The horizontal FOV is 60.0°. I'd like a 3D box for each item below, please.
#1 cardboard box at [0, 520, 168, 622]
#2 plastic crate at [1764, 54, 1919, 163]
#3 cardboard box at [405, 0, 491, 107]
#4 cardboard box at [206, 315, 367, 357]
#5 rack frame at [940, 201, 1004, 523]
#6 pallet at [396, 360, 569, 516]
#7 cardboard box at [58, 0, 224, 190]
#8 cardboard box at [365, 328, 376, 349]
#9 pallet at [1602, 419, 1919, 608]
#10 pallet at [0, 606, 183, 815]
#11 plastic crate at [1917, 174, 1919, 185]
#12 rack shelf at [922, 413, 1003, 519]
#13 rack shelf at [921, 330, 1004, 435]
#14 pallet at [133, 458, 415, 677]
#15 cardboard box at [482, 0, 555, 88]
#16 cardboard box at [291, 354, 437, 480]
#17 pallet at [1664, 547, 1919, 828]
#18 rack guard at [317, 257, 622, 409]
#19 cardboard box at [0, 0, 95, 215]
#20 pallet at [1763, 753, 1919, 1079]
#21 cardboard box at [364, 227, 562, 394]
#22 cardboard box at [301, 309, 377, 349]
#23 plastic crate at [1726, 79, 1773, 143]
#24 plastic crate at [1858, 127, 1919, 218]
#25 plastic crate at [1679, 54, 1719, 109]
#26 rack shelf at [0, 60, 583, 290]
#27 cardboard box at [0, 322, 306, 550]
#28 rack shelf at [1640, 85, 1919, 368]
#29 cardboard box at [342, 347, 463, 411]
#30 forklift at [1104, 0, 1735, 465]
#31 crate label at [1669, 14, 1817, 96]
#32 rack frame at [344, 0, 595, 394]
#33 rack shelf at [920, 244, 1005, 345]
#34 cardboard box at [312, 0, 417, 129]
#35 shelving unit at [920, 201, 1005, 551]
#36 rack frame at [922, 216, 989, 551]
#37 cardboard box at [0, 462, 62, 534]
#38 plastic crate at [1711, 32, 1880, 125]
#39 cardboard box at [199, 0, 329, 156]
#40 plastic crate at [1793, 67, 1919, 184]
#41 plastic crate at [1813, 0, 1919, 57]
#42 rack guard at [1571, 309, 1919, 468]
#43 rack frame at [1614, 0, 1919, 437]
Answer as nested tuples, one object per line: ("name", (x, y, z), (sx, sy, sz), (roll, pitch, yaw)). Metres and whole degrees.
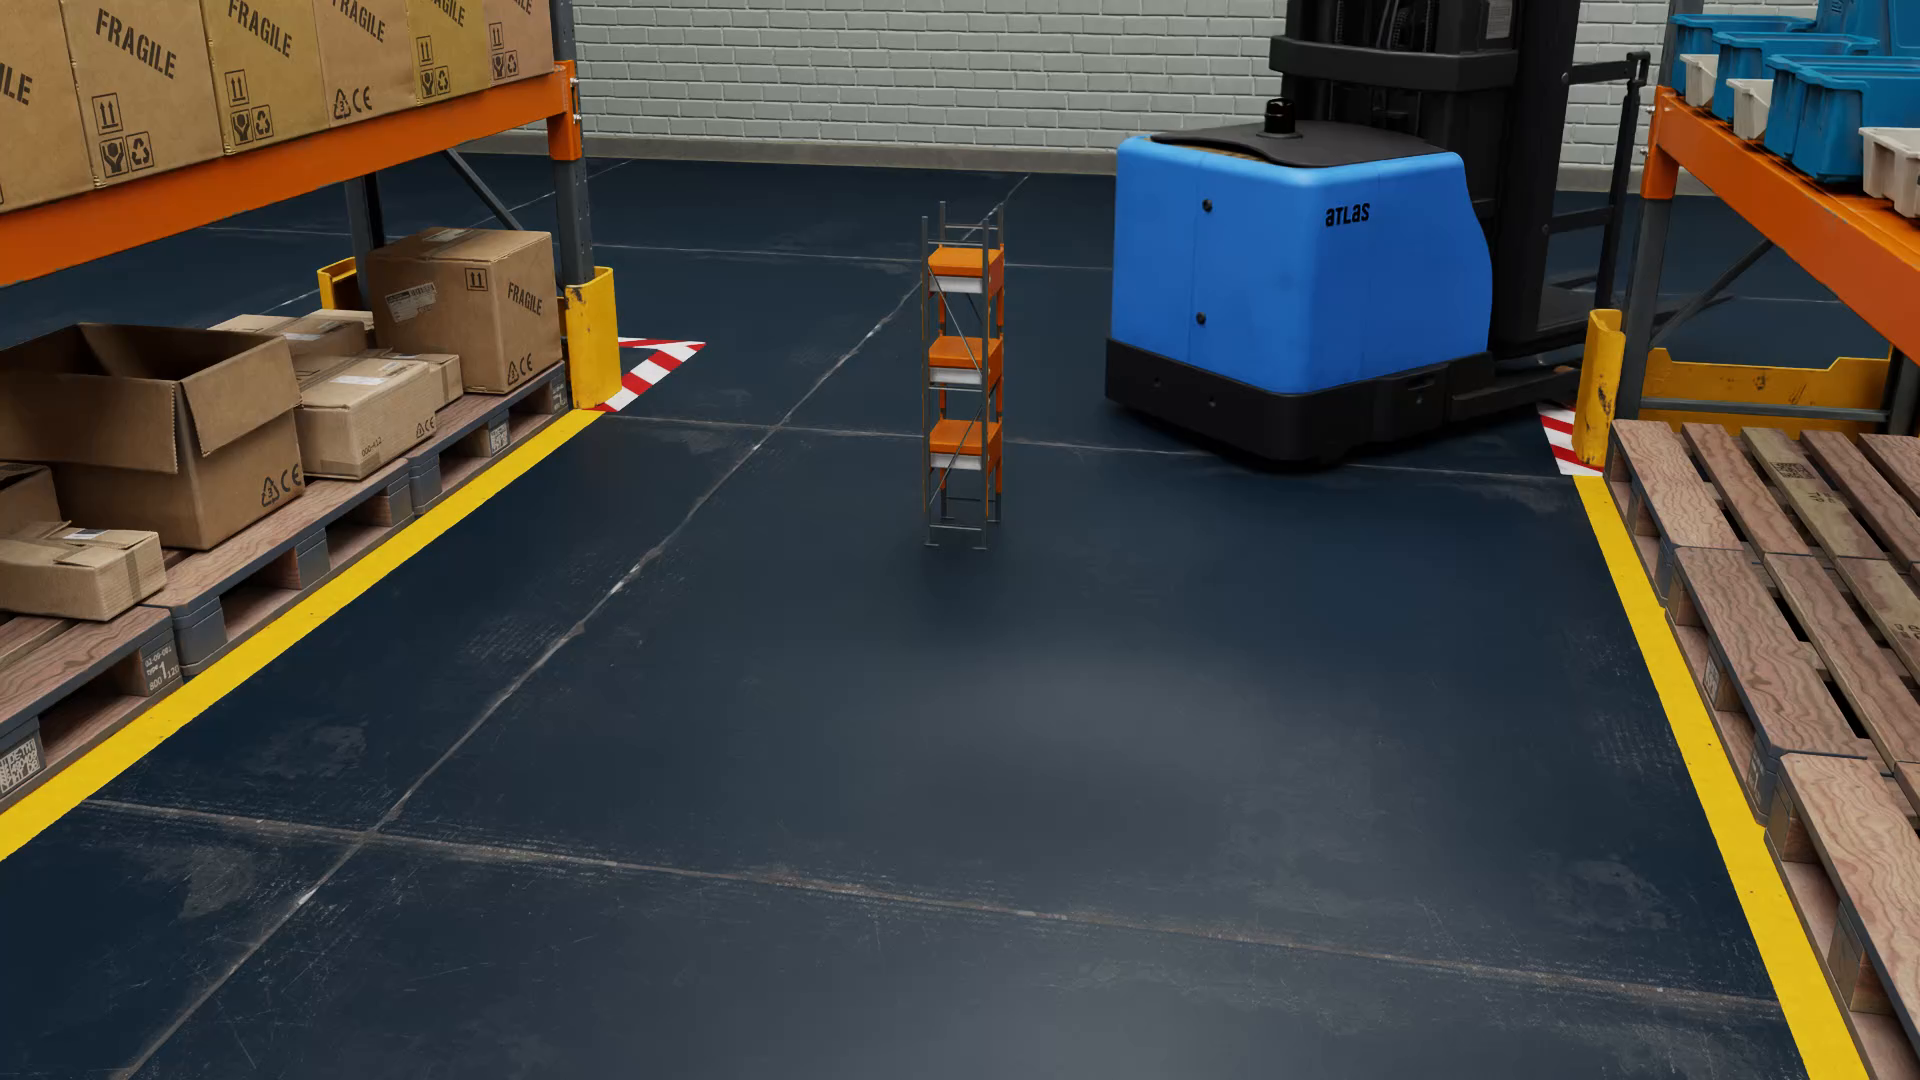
("cardboard box", (-2.337, 0.073, 4.360), (0.380, 0.166, 0.250), (4, 22, 11))
("plastic crate", (2.222, -1.070, 4.139), (0.416, 0.233, 0.300), (4, 22, 11))
("cardboard box", (-1.912, -1.718, 5.469), (0.500, 0.500, 0.500), (5, 22, 11))
("cardboard box", (-2.475, -0.614, 5.955), (0.500, 0.250, 0.500), (4, 22, 11))
("rack frame", (0.036, -0.551, 5.317), (0.200, 1.050, 0.008), (4, 22, 11))
("pallet", (-2.162, -0.433, 6.146), (1.003, 0.211, 1.213), (4, 22, 11))
("cardboard box", (-2.225, -1.165, 4.098), (0.500, 0.500, 0.500), (4, 22, 11))
("cardboard box", (-2.458, -0.717, 6.323), (0.380, 0.166, 0.250), (4, 22, 11))
("pallet", (2.657, -0.075, 5.256), (1.003, 0.211, 1.213), (4, 22, 11))
("pallet", (-2.660, 0.460, 3.930), (1.003, 0.211, 1.213), (4, 22, 11))
("plastic crate", (2.013, -0.534, 2.952), (0.437, 0.125, 0.590), (4, 22, 11))
("rack shelf", (0.011, -0.239, 5.314), (0.215, 0.259, 0.240), (4, 22, 11))
("rack shelf", (0.011, -0.497, 5.210), (0.215, 0.259, 0.240), (4, 22, 11))
("pallet", (-2.413, 0.012, 5.041), (1.003, 0.211, 1.213), (4, 22, 11))
("cardboard box", (-1.810, -1.908, 5.941), (0.500, 0.500, 0.500), (5, 23, 13))
("cardboard box", (-2.078, -0.412, 5.452), (0.500, 0.250, 0.500), (4, 22, 11))
("pallet", (2.406, 0.370, 4.152), (1.003, 0.211, 1.213), (4, 22, 11))
("rack guard", (-2.000, -0.858, 6.816), (1.175, 0.500, 0.348), (4, 22, 11))
("cardboard box", (-2.329, -0.982, 3.644), (0.500, 0.500, 0.500), (5, 22, 12))
("pallet", (2.159, 0.818, 3.041), (1.003, 0.211, 1.213), (4, 22, 11))
("cardboard box", (-1.855, -0.873, 6.262), (0.500, 0.500, 0.500), (4, 22, 11))
("cardboard box", (-2.407, -0.800, 6.553), (0.380, 0.149, 0.250), (4, 22, 11))
("plastic crate", (2.206, -1.148, 4.461), (0.250, 0.136, 0.298), (4, 22, 11))
("plastic crate", (2.108, -0.769, 3.521), (0.293, 0.136, 0.466), (4, 22, 11))
("plastic crate", (2.344, -1.396, 5.077), (0.250, 0.136, 0.298), (4, 22, 11))
("rack shelf", (-2.393, -0.981, 4.736), (1.077, 0.370, 4.000), (4, 22, 11))
("cardboard box", (-2.423, -0.316, 4.877), (0.797, 0.503, 0.637), (4, 22, 11))
("rack shelf", (2.455, -0.602, 3.795), (1.077, 0.370, 4.000), (4, 22, 11))
("cardboard box", (-2.025, -0.577, 5.974), (0.380, 0.166, 0.250), (4, 22, 11))
("forklift", (2.072, -2.039, 6.493), (3.031, 2.935, 1.130), (-15, 26, -32))
("crate label", (2.491, -1.552, 5.335), (0.416, 0.233, 0.303), (4, 22, 11))
("rack frame", (-1.985, -2.046, 6.418), (1.000, 3.000, 0.127), (4, 22, 11))
("rack shelf", (0.011, -0.760, 5.104), (0.215, 0.259, 0.240), (4, 22, 11))
("cardboard box", (-2.019, -1.536, 5.017), (0.500, 0.500, 0.500), (5, 22, 11))
("shelving unit", (0.011, -0.507, 5.206), (0.215, 1.050, 0.252), (4, 22, 11))
("rack frame", (-0.014, -0.462, 5.095), (0.200, 1.050, 0.008), (4, 22, 11))
("cardboard box", (-2.809, -0.044, 4.458), (0.500, 0.311, 0.500), (4, 22, 11))
("plastic crate", (2.357, -1.311, 4.737), (0.416, 0.233, 0.300), (4, 22, 11))
("cardboard box", (-2.122, -1.351, 4.560), (0.500, 0.500, 0.500), (4, 22, 10))
("plastic crate", (2.161, -0.960, 3.867), (0.416, 0.233, 0.300), (4, 22, 11))
("plastic crate", (2.978, -1.574, 5.120), (0.616, 0.435, 0.499), (4, 22, 11))
("rack guard", (2.856, -0.517, 5.968), (1.175, 0.500, 0.348), (4, 22, 11))
("rack frame", (2.864, -1.667, 5.477), (1.000, 3.000, 0.127), (4, 22, 11))
